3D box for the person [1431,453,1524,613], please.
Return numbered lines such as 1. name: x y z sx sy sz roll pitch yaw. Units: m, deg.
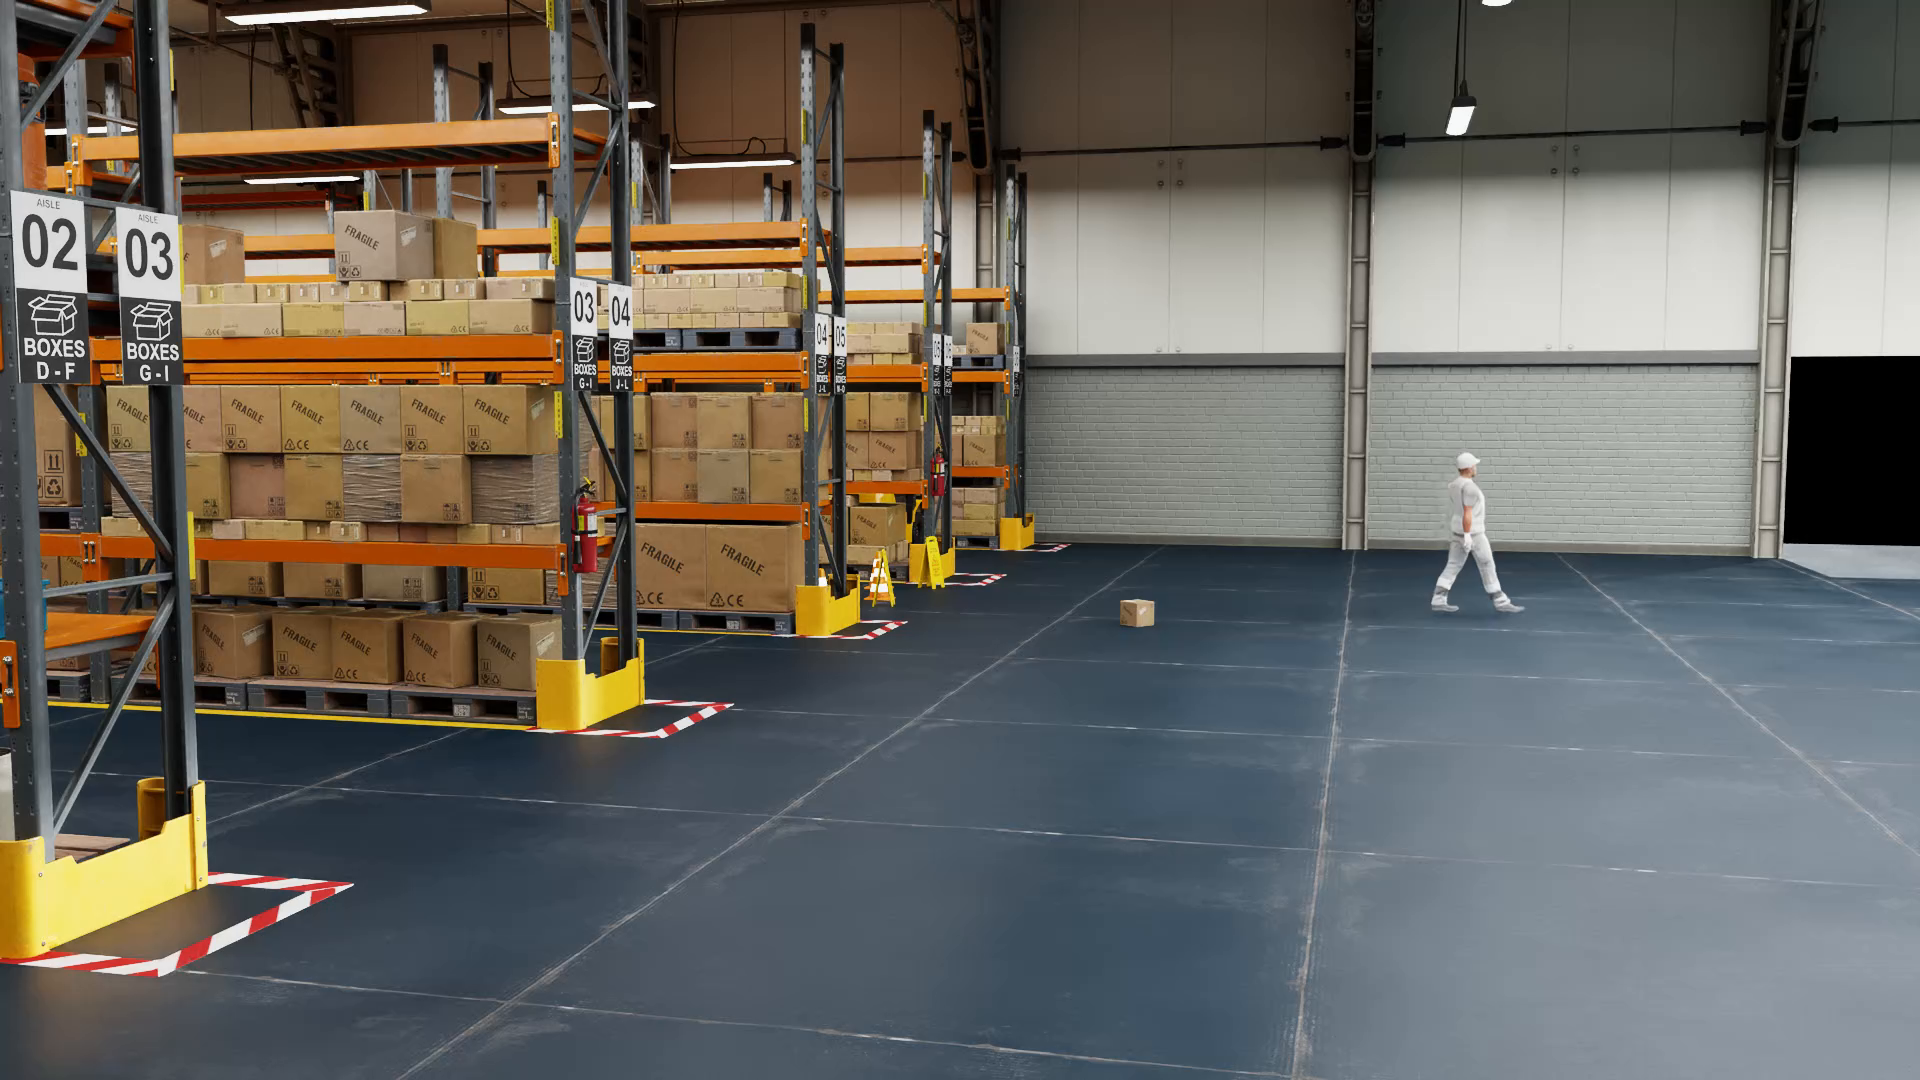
1. person: 5.637 -0.082 18.108 0.960 1.736 0.591 -1 5 -10
